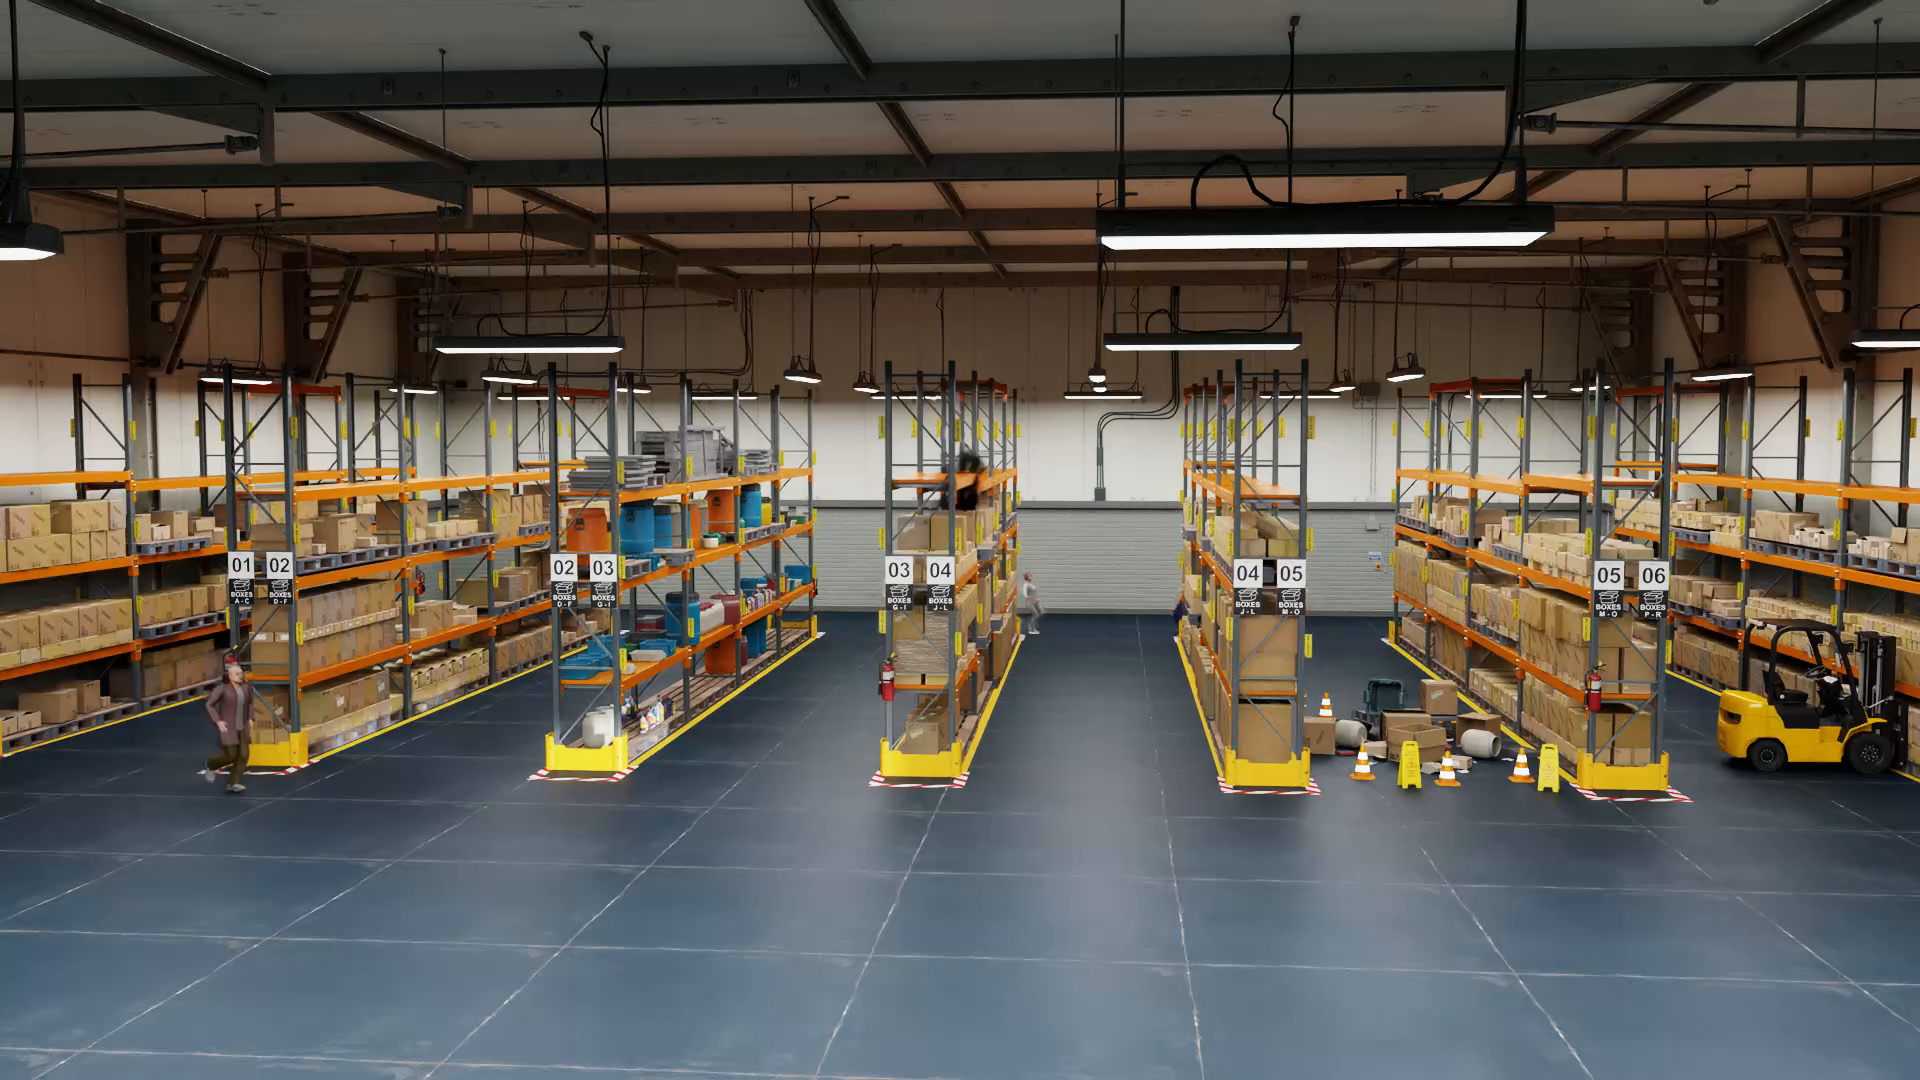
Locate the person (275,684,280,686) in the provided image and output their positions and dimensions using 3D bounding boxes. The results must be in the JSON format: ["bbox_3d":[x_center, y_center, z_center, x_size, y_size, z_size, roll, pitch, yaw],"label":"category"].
[{"bbox_3d":[-12.095,2.277,29.790,0.522,1.554,0.598,-1,4,-9],"label":"person"}]

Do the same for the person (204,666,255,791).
[{"bbox_3d":[-10.177,2.618,23.217,0.723,1.730,0.743,2,4,24],"label":"person"}]

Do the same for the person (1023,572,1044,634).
[{"bbox_3d":[1.800,1.552,40.755,0.450,1.537,0.555,2,4,29],"label":"person"}]

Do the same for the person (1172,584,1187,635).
[{"bbox_3d":[5.477,1.552,40.545,0.648,1.618,0.657,1,4,12],"label":"person"}]
